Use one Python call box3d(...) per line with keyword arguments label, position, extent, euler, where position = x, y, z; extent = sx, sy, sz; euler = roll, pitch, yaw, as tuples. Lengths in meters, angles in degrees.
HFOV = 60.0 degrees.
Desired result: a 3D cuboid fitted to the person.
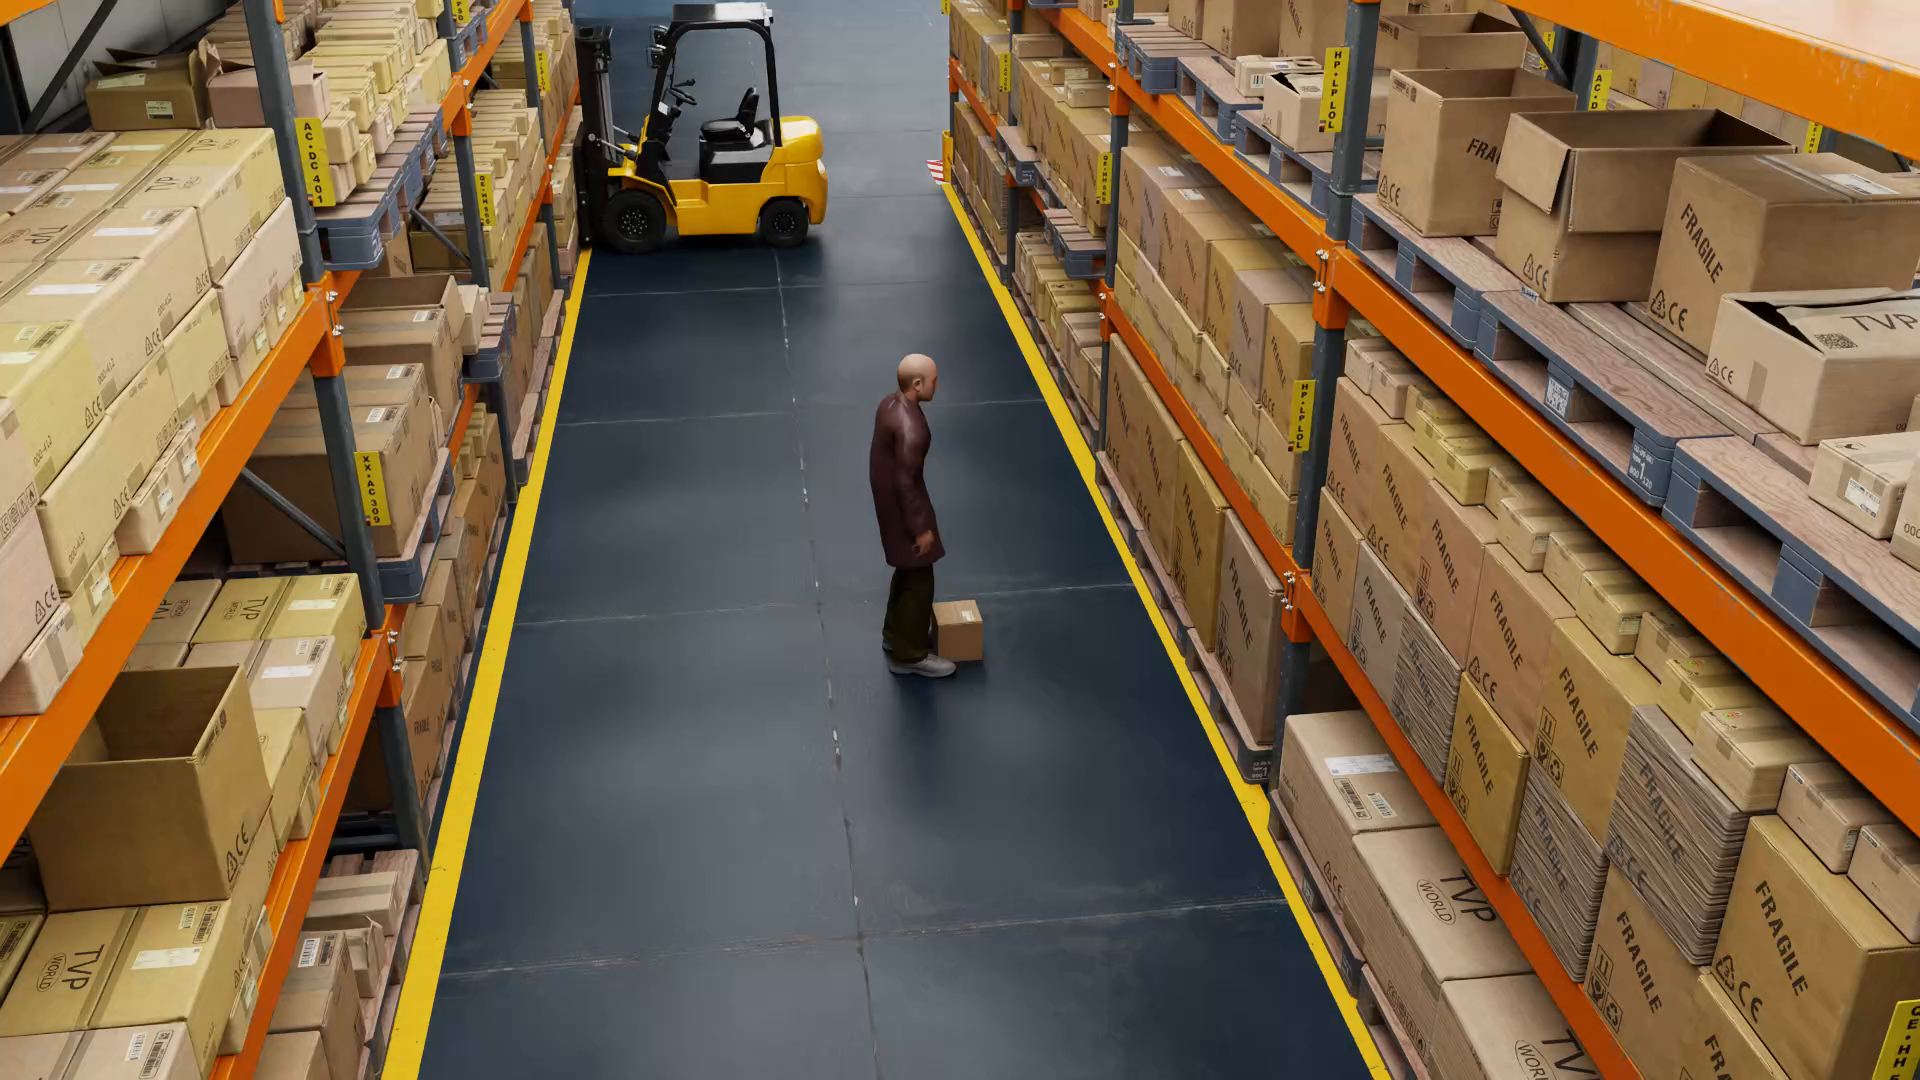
box3d(label="person", position=(-0.268, -0.147, 8.926), extent=(0.423, 1.773, 0.640), euler=(-4, 27, -8))
